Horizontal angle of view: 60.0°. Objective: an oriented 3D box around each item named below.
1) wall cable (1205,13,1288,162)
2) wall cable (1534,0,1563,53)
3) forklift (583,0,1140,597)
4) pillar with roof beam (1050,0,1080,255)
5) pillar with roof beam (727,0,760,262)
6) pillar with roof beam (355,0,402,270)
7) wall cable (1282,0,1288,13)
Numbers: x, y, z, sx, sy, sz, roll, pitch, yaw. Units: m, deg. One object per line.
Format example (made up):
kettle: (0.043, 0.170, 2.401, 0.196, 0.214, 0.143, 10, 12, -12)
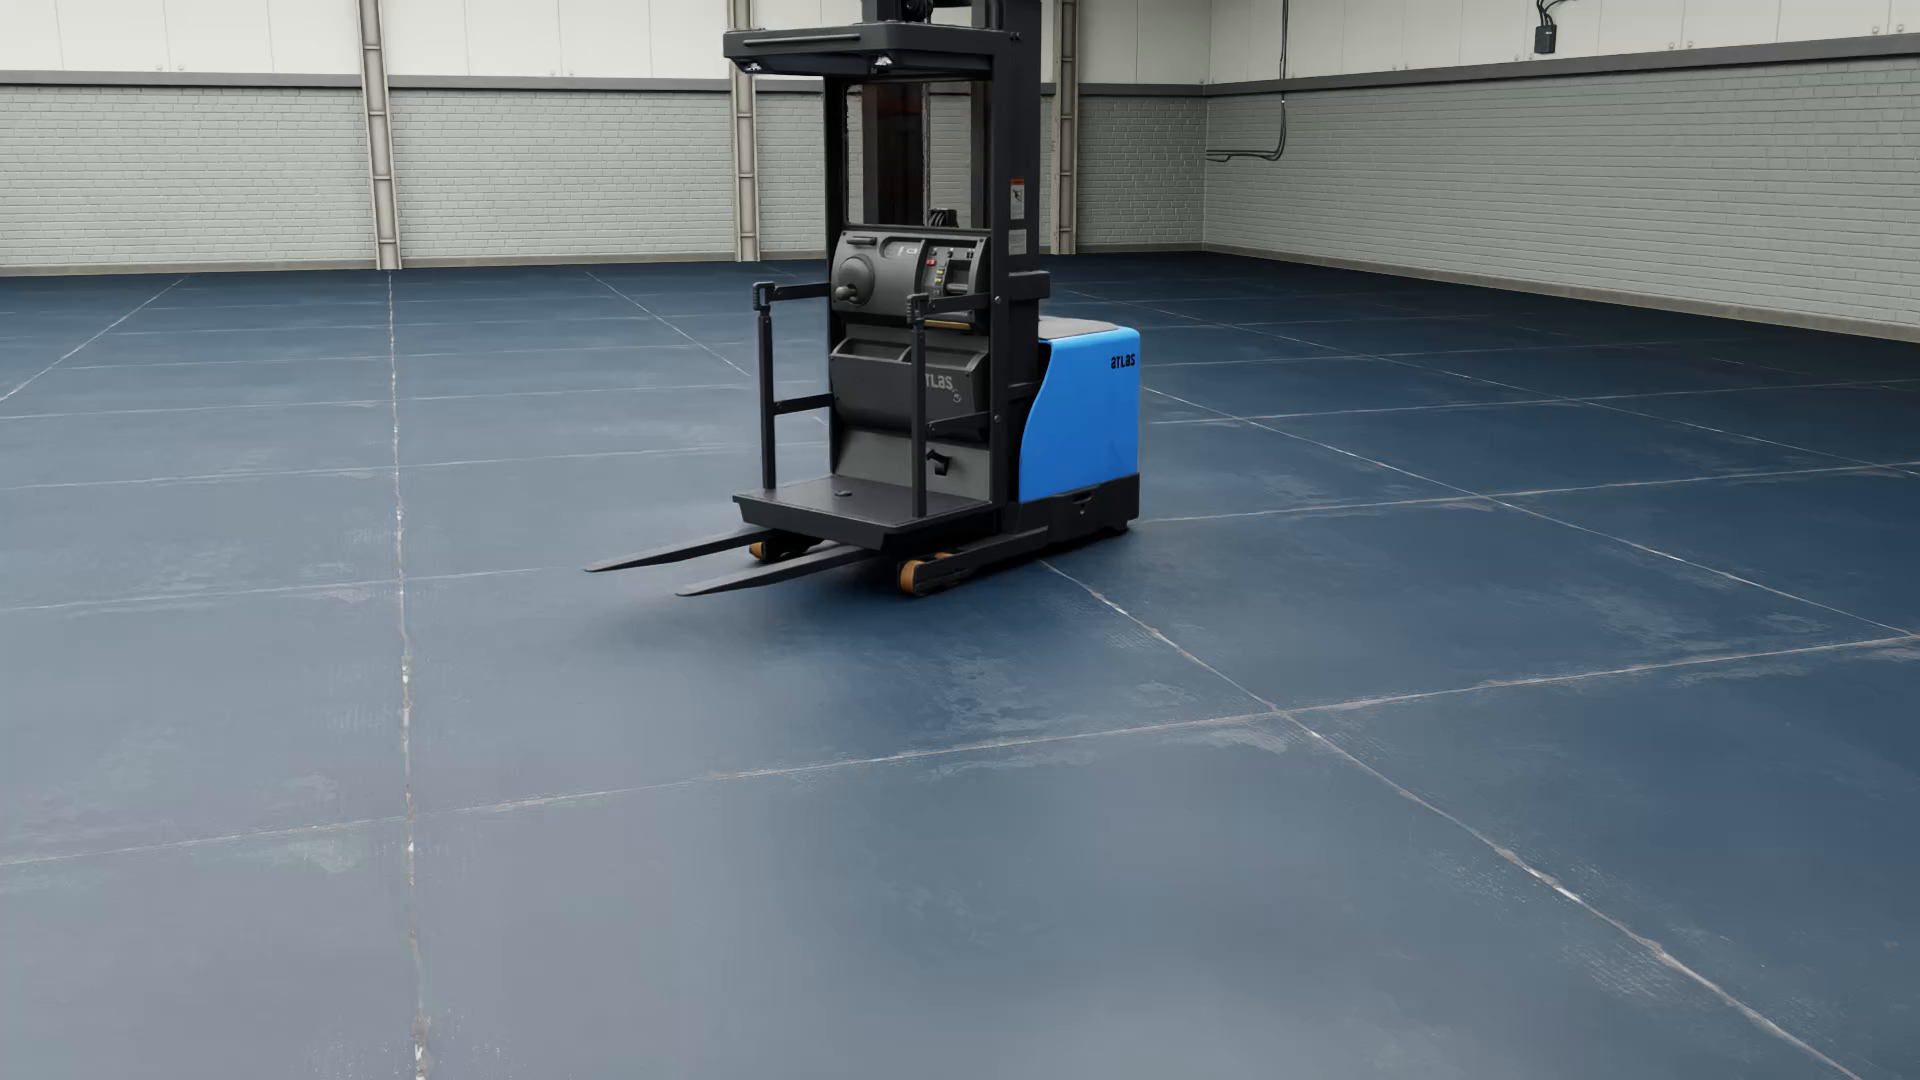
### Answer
wall cable: (5.147, -8.169, 30.250, 0.112, 2.526, 3.097, -4, 14, -18)
wall cable: (8.160, -9.251, 20.739, 0.169, 6.003, 2.305, -4, 14, -18)
forklift: (-0.387, -1.301, 7.776, 1.130, 2.935, 3.031, 11, 17, 39)
pillar with roof beam: (3.306, -8.808, 26.227, 0.400, 9.000, 9.100, -4, 14, -18)
pillar with roof beam: (-2.381, -8.365, 24.365, 0.400, 9.000, 9.100, -4, 14, -18)
pillar with roof beam: (-8.067, -7.922, 22.503, 0.400, 9.000, 9.100, -4, 14, -18)
wall cable: (6.010, -10.033, 27.172, 0.112, 2.526, 3.097, -4, 14, -18)
